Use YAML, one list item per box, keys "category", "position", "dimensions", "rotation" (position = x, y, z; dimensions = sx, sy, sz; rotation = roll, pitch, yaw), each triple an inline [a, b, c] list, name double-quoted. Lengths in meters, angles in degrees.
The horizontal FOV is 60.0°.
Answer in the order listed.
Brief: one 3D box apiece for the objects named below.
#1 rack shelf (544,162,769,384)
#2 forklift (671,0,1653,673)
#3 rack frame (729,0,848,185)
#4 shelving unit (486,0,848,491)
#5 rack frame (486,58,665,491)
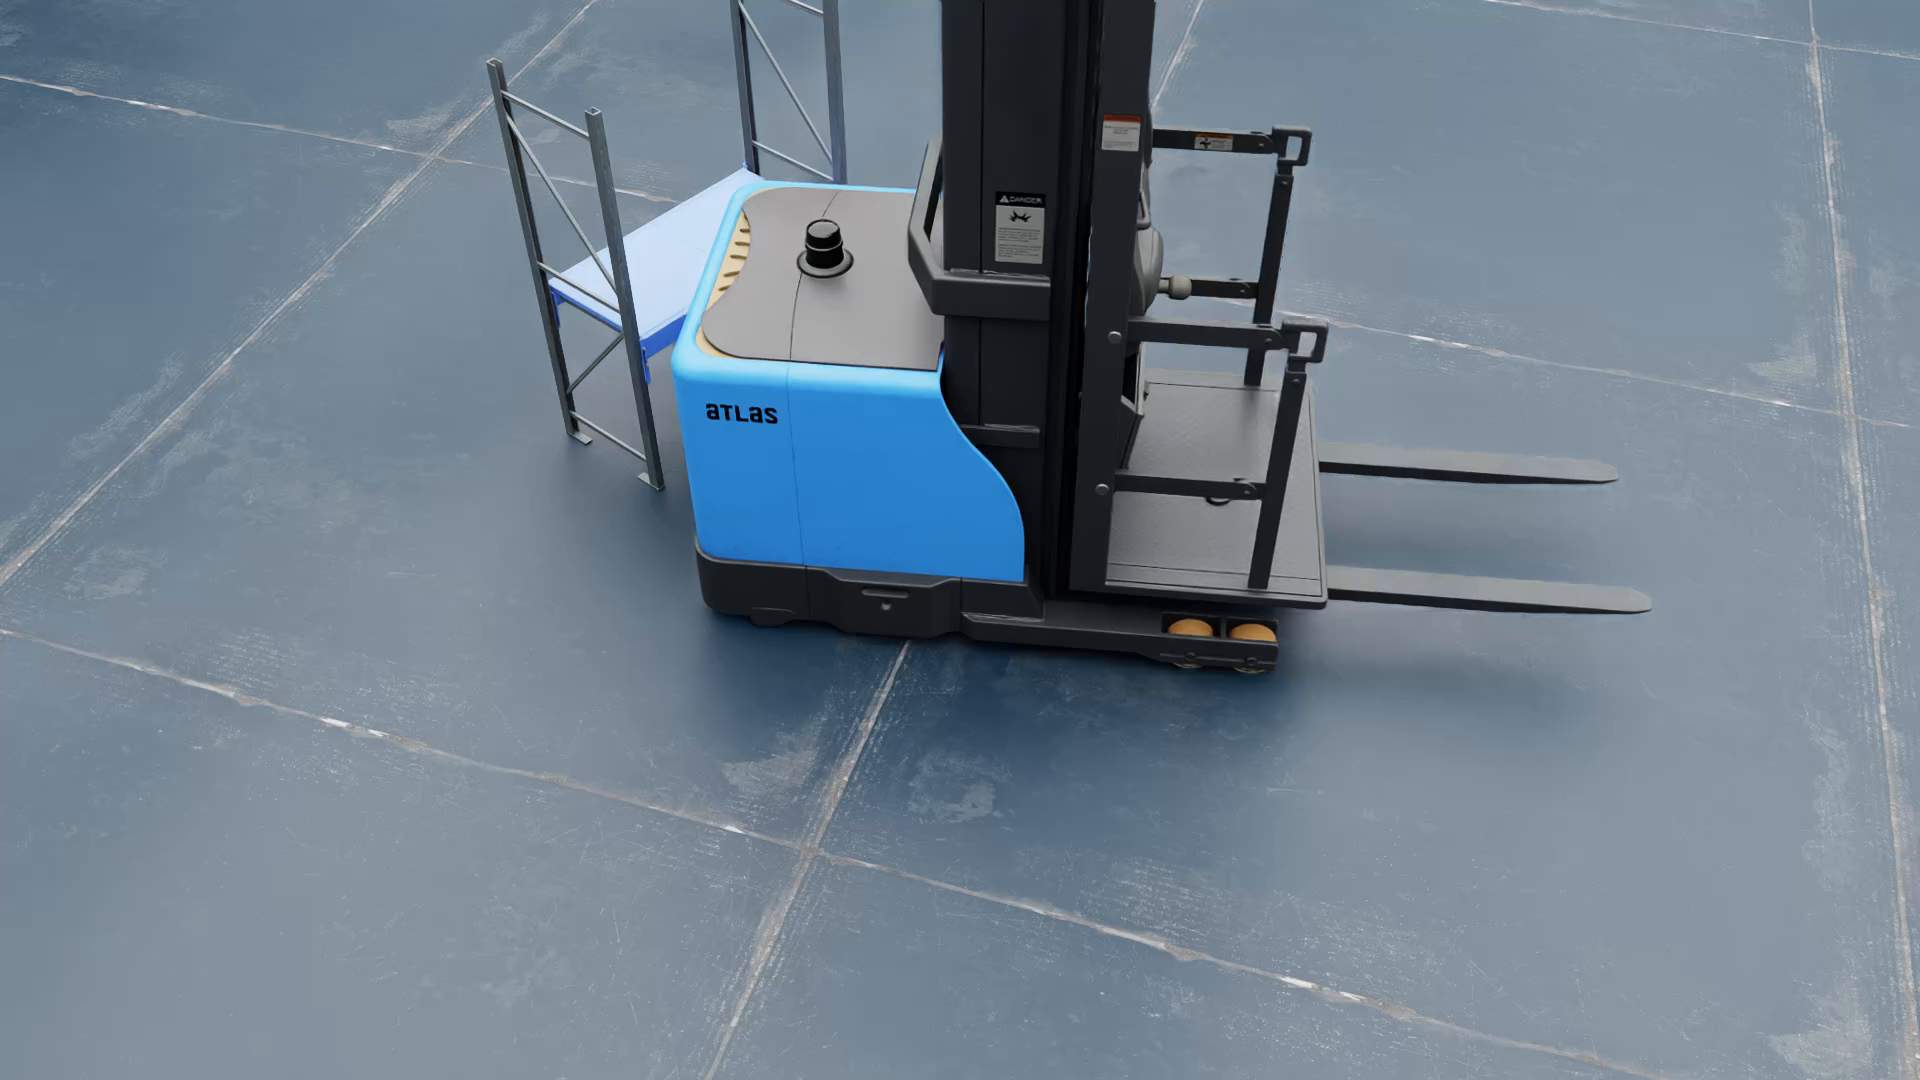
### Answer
- category: "rack shelf"
  position: [-0.930, -0.974, 5.930]
  dimensions: [0.538, 0.185, 1.000]
  rotation: [30, 52, 27]
- category: "forklift"
  position: [0.701, -1.015, 4.692]
  dimensions: [3.031, 2.935, 1.130]
  rotation: [4, 45, 4]
- category: "rack frame"
  position: [-0.604, -1.375, 6.083]
  dimensions: [0.500, 1.500, 0.032]
  rotation: [30, 52, 27]
- category: "shelving unit"
  position: [-0.930, -1.103, 5.804]
  dimensions: [0.538, 1.500, 1.048]
  rotation: [30, 52, 27]
- category: "rack frame"
  position: [-1.256, -0.830, 5.526]
  dimensions: [0.500, 1.500, 0.032]
  rotation: [30, 52, 27]
